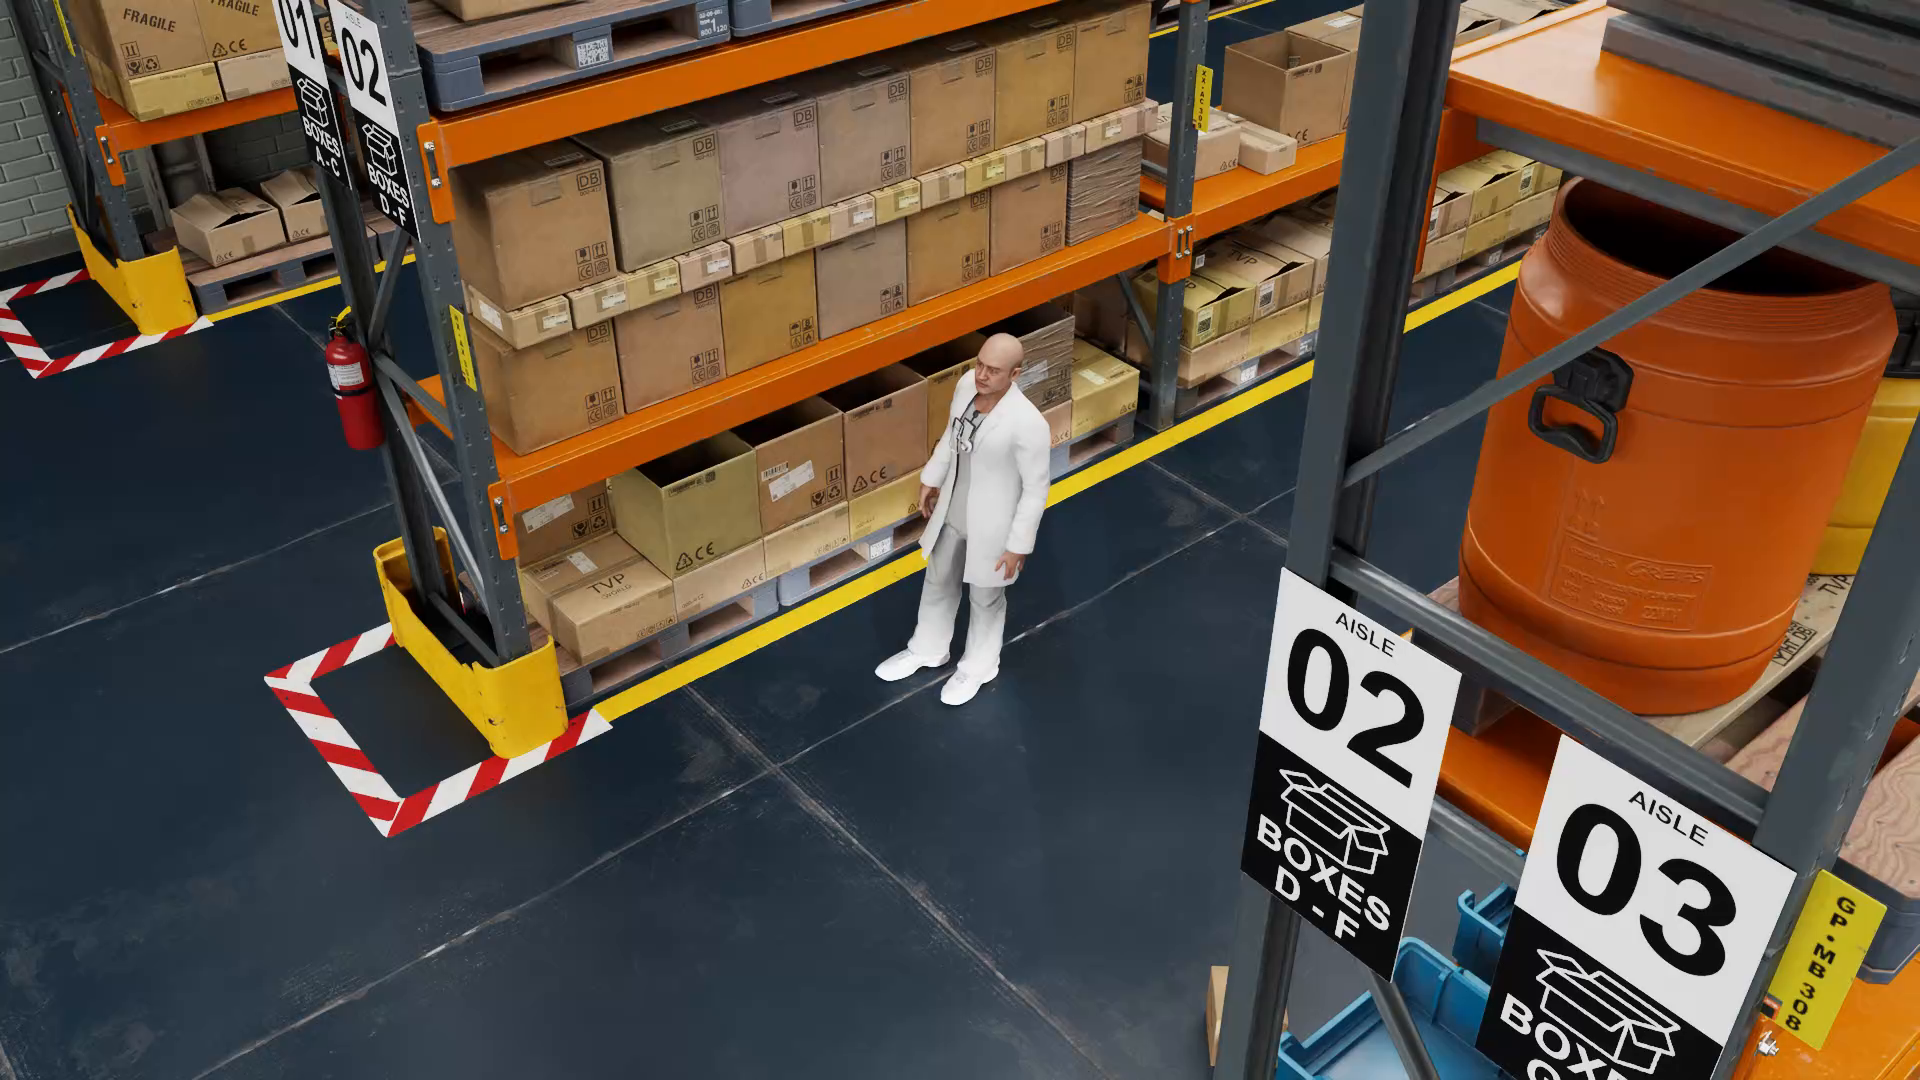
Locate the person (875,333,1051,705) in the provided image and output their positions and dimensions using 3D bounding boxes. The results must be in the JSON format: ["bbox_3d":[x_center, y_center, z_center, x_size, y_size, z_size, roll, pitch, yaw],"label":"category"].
[{"bbox_3d":[0.016,-0.058,7.159,0.581,1.775,0.697,-26,43,-32],"label":"person"}]
